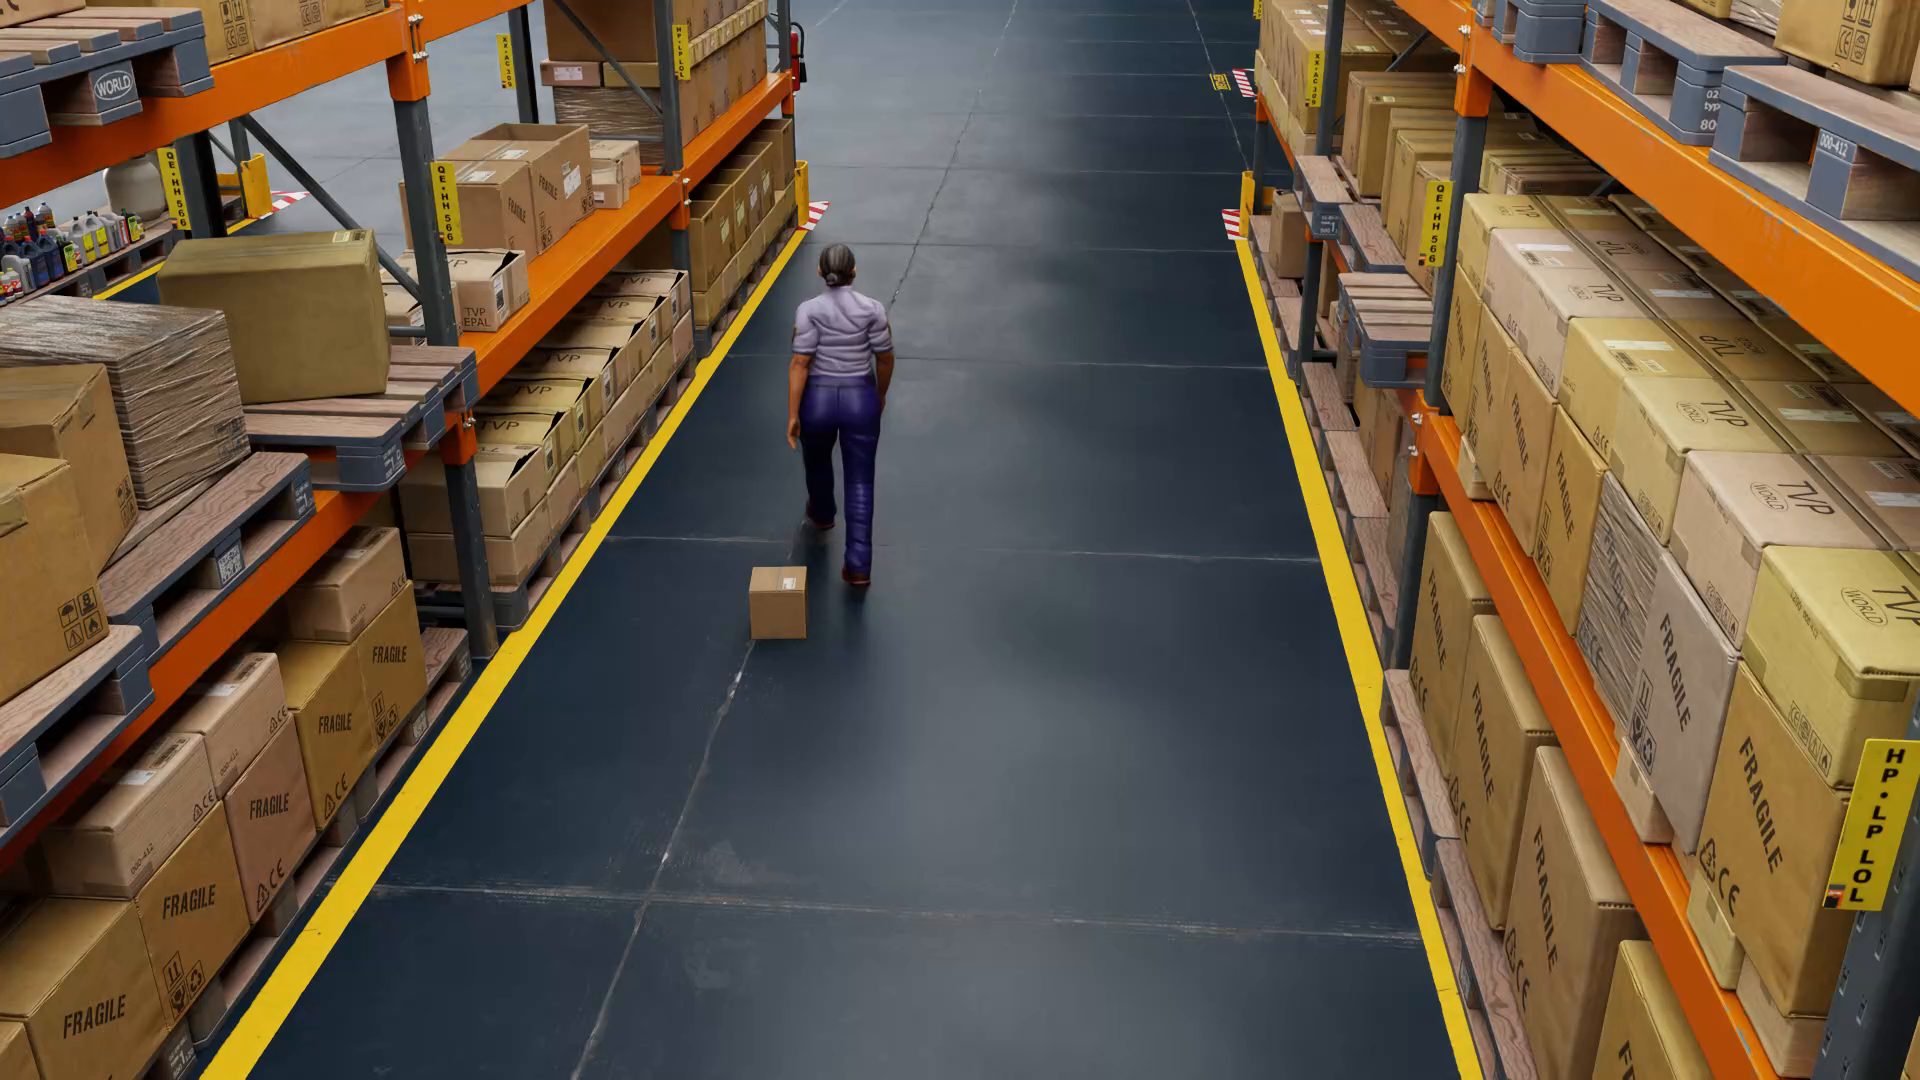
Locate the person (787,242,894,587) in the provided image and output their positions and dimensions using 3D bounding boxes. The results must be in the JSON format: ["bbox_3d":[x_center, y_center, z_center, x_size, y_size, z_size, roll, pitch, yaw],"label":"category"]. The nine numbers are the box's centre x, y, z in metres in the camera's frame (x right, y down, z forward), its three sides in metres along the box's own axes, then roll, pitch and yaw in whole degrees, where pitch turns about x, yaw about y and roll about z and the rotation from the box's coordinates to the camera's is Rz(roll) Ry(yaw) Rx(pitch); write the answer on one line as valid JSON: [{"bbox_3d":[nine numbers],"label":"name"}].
[{"bbox_3d":[-0.571,-0.663,8.060,0.512,1.569,1.051,-1,25,-2],"label":"person"}]
